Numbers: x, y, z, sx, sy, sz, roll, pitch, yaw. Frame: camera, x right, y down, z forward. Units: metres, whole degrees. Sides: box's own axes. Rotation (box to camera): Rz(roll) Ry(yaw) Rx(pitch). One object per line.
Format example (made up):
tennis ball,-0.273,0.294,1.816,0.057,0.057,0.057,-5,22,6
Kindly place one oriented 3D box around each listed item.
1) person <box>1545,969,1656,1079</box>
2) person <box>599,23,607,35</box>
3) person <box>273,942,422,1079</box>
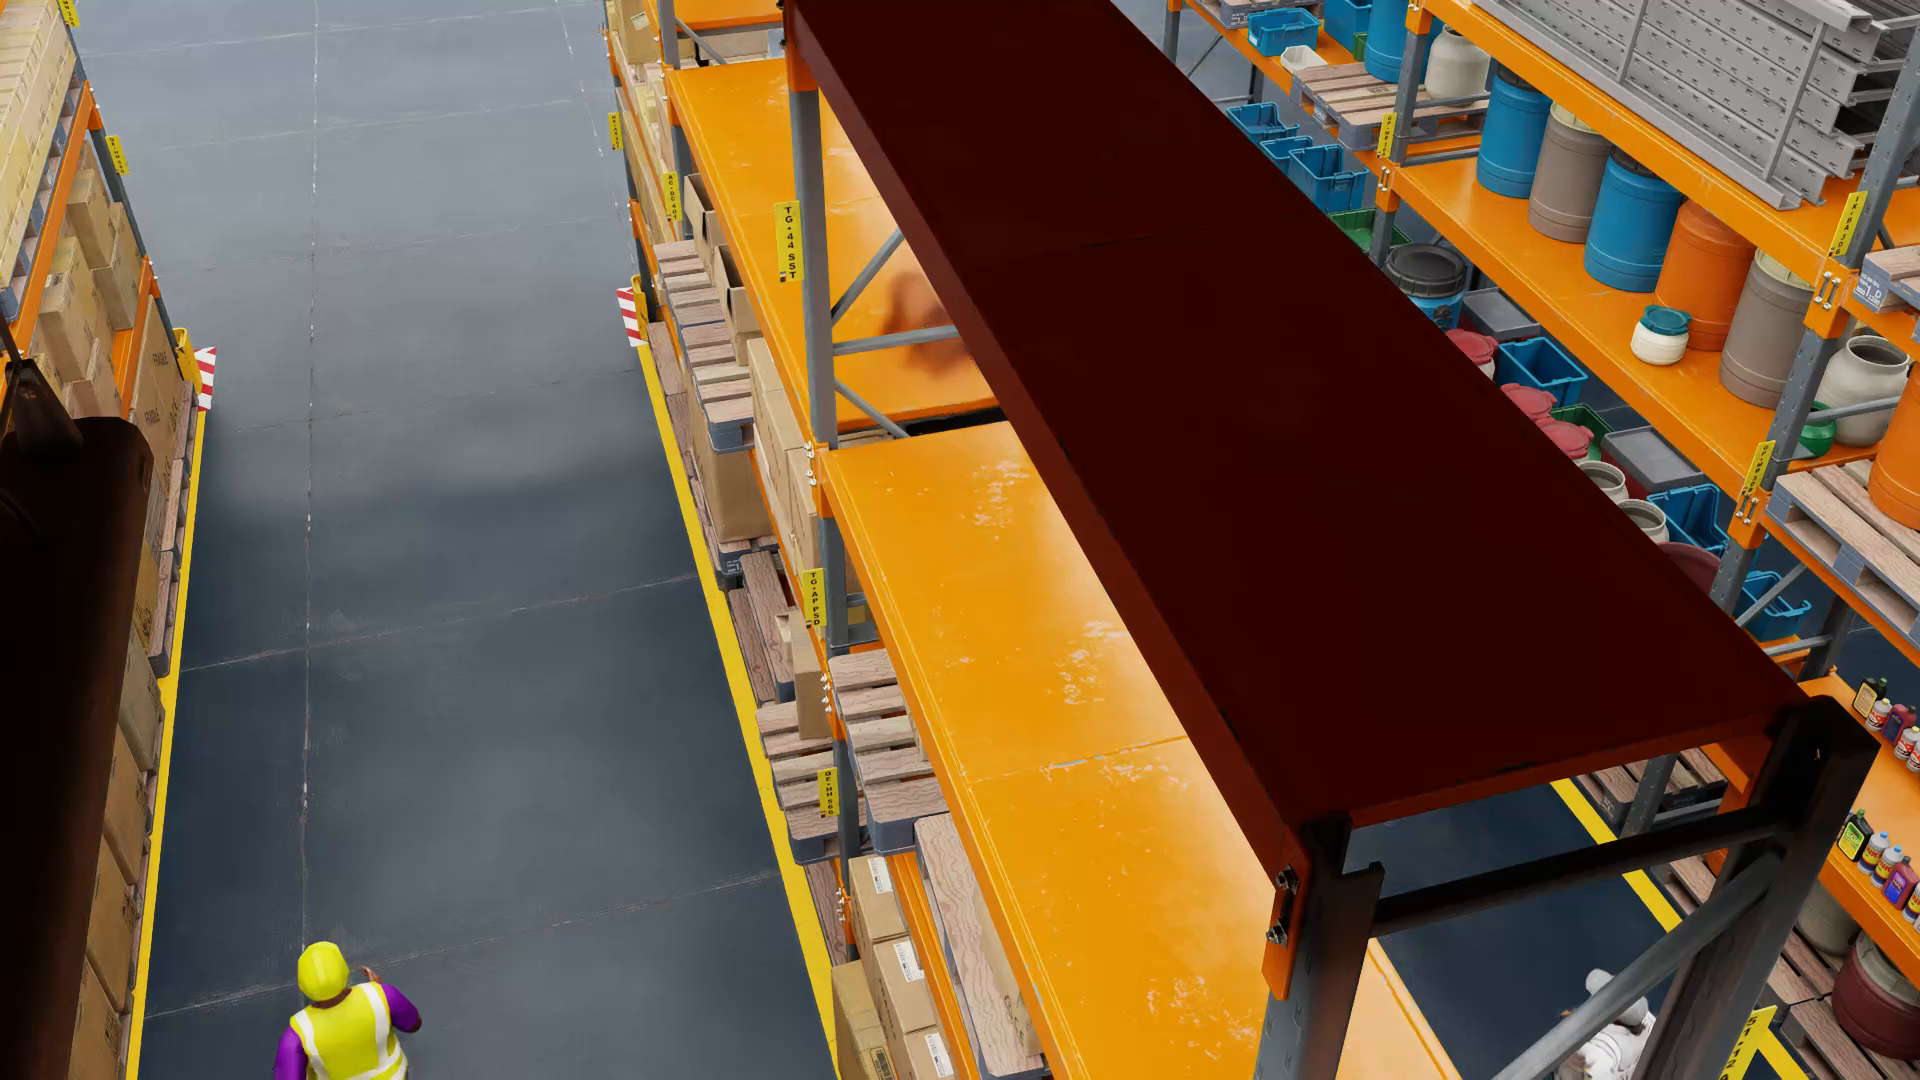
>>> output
person,2.920,2.606,7.817,0.585,1.690,0.583,-18,42,-21
person,-3.466,-5.247,18.017,0.890,1.828,0.653,6,39,7
person,-2.767,2.538,7.743,0.635,1.845,0.805,-14,41,-17
